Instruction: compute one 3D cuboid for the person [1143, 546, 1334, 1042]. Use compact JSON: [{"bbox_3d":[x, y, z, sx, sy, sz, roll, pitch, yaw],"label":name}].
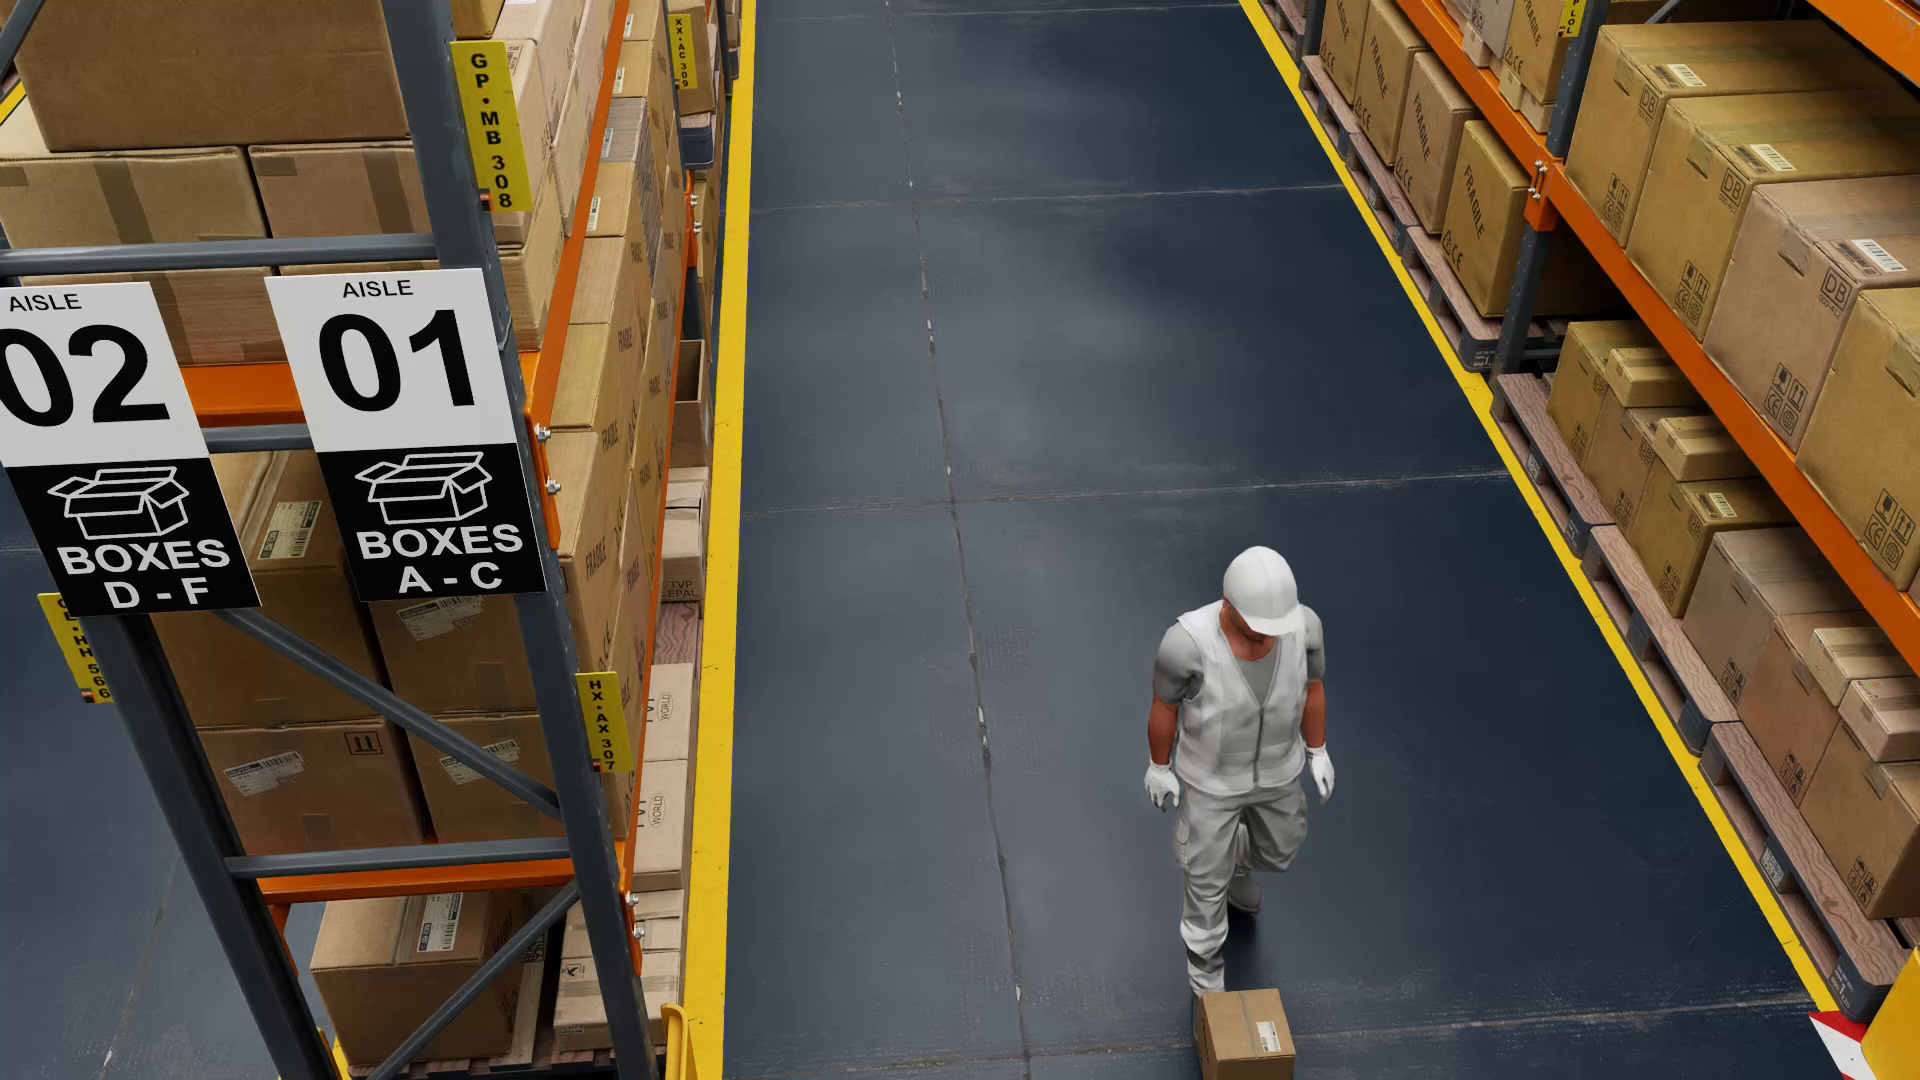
[{"bbox_3d":[0.901,0.751,5.185,0.592,1.774,0.764,-9,40,-11],"label":"person"}]
